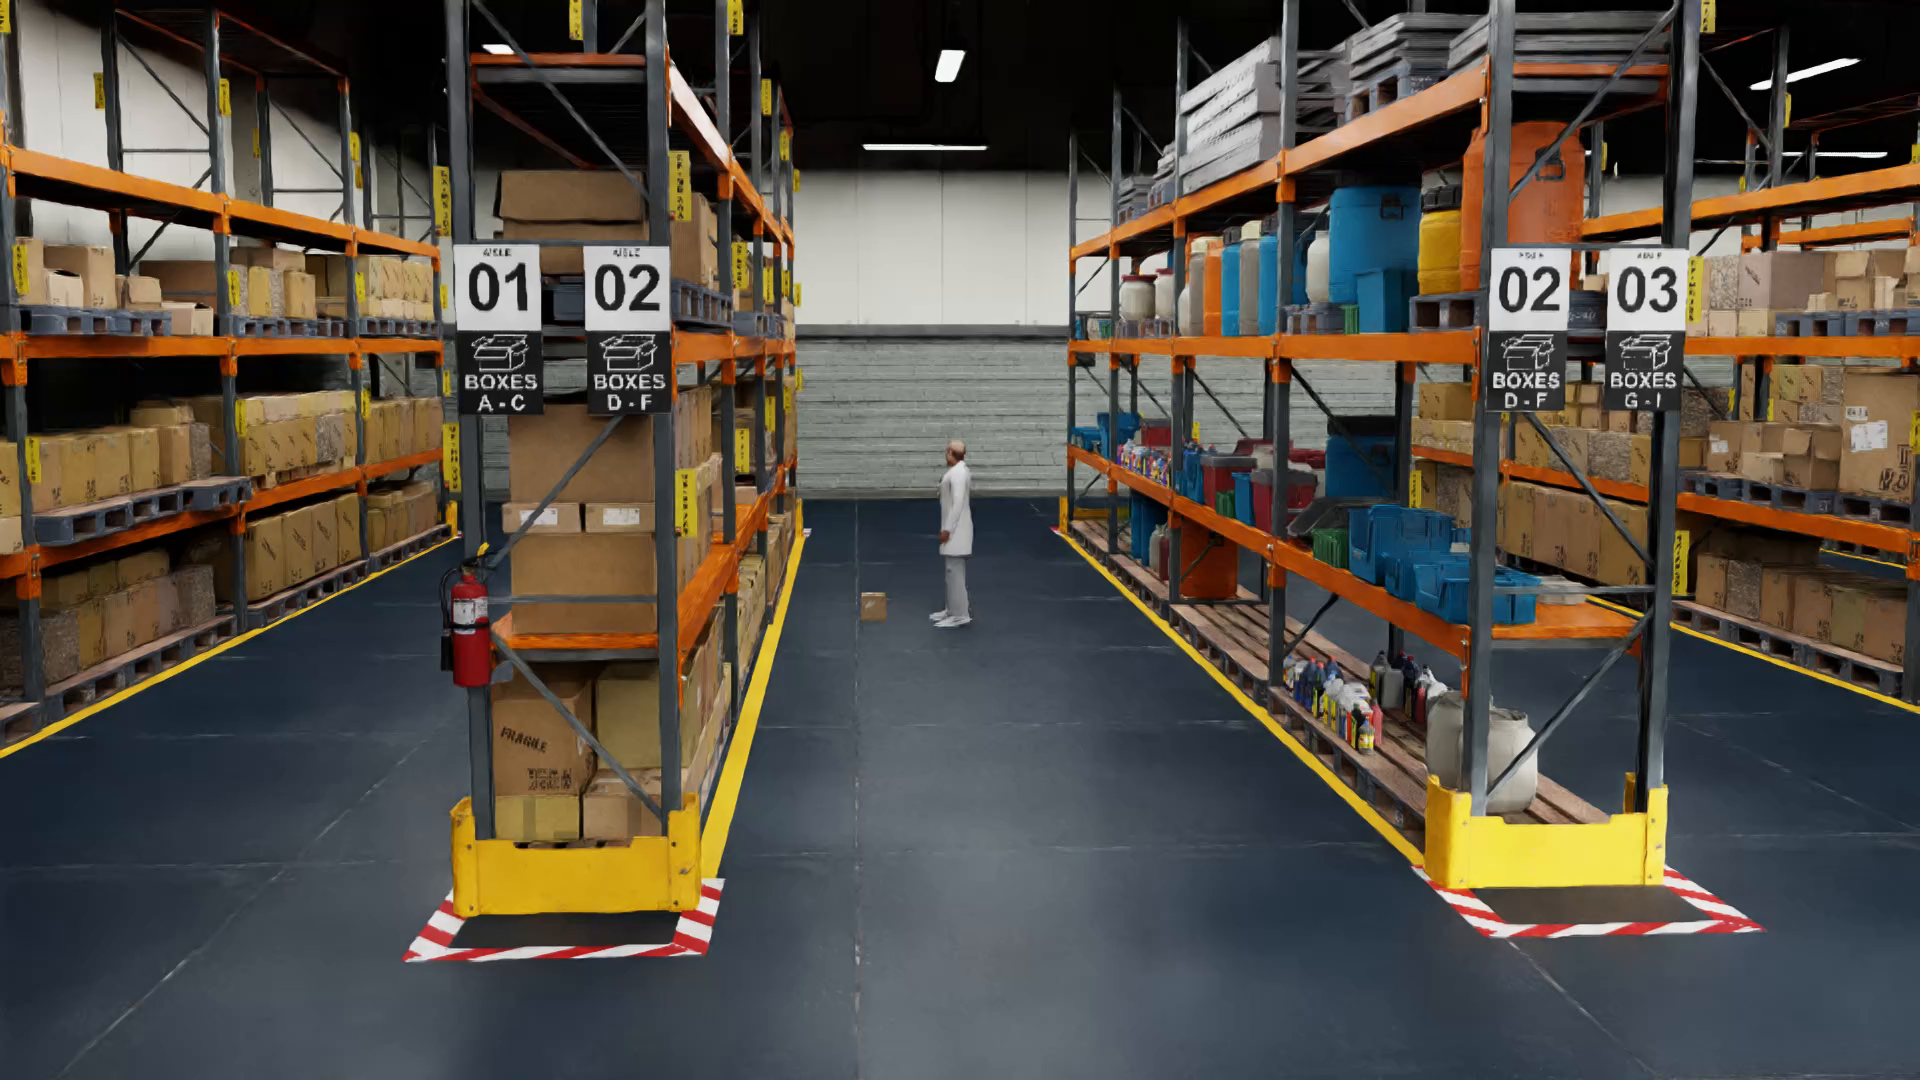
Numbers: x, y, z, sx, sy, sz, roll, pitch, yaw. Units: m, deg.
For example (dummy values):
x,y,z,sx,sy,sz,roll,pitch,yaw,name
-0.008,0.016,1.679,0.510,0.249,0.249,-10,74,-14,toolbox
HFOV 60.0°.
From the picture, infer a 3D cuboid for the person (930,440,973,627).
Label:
x,y,z,sx,sy,sz,roll,pitch,yaw,name
-0.089,-0.066,16.309,0.433,1.826,0.637,1,7,7,person
